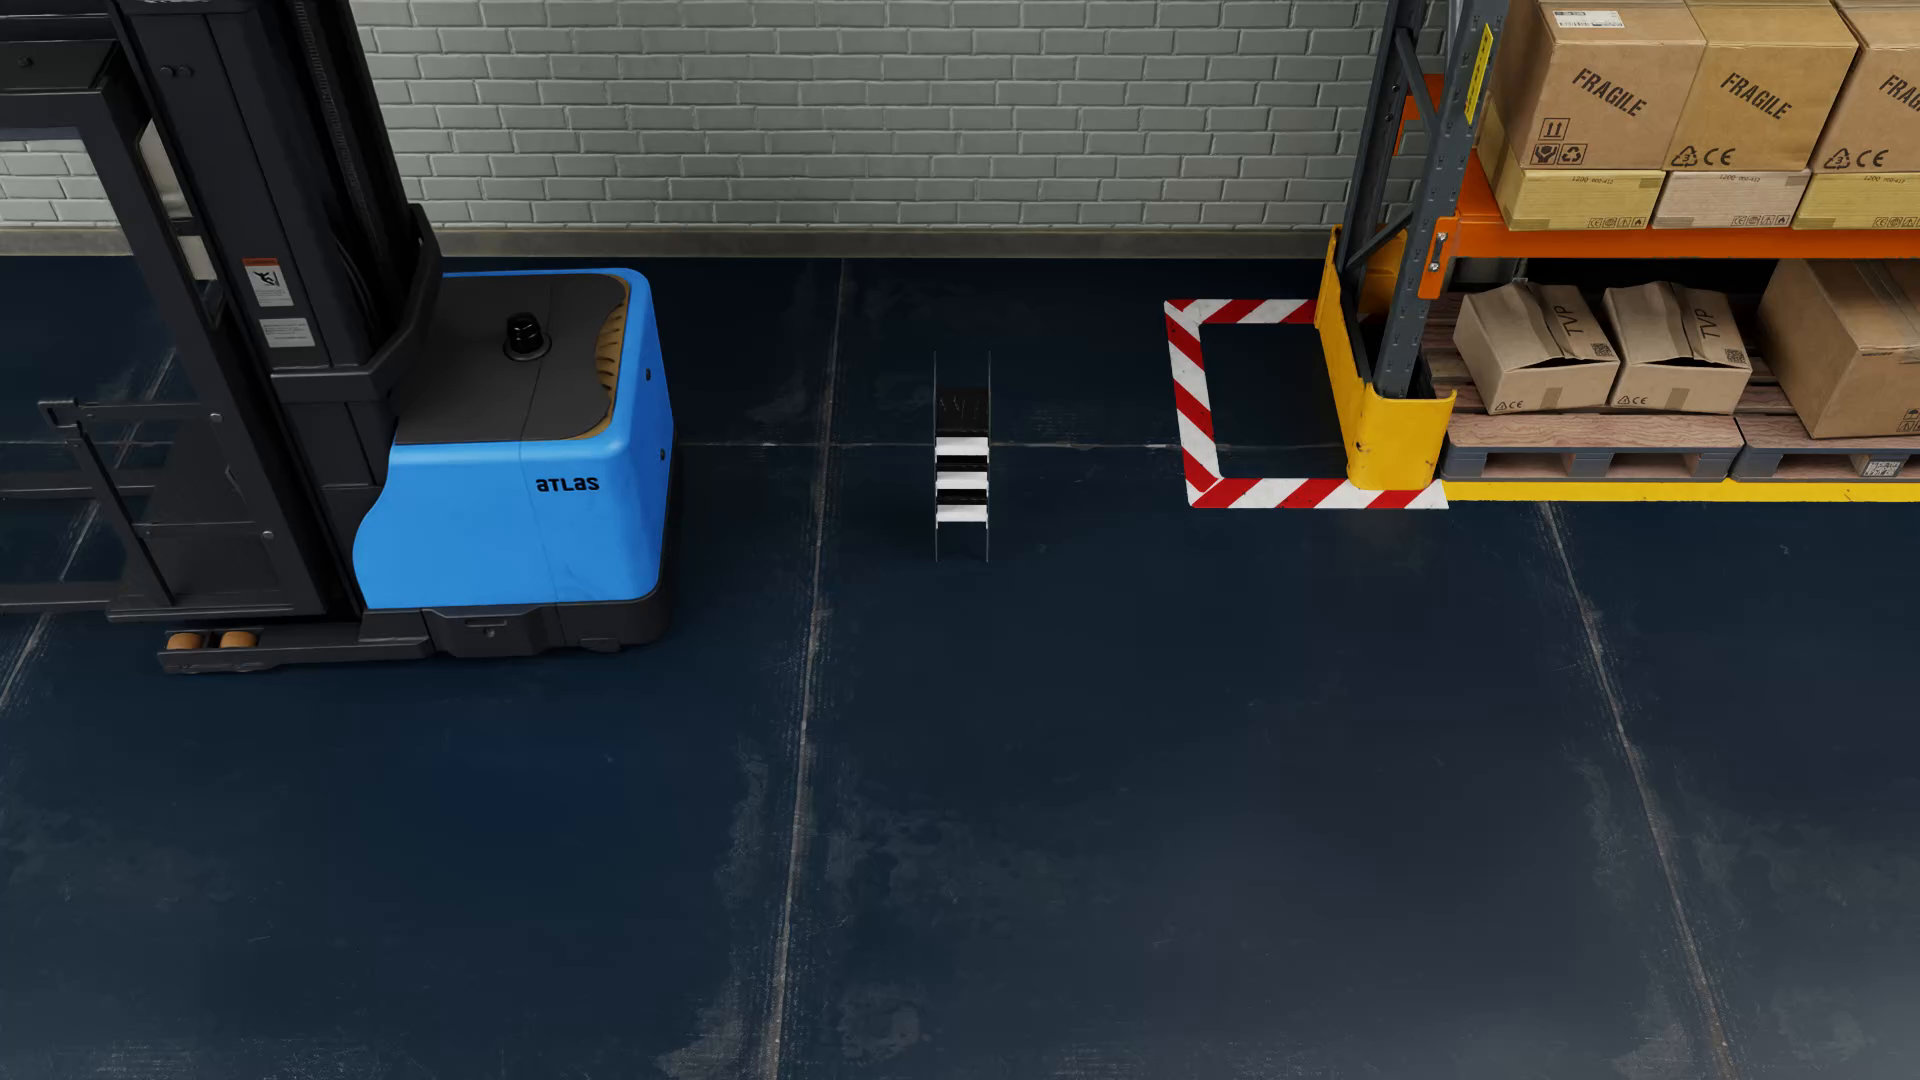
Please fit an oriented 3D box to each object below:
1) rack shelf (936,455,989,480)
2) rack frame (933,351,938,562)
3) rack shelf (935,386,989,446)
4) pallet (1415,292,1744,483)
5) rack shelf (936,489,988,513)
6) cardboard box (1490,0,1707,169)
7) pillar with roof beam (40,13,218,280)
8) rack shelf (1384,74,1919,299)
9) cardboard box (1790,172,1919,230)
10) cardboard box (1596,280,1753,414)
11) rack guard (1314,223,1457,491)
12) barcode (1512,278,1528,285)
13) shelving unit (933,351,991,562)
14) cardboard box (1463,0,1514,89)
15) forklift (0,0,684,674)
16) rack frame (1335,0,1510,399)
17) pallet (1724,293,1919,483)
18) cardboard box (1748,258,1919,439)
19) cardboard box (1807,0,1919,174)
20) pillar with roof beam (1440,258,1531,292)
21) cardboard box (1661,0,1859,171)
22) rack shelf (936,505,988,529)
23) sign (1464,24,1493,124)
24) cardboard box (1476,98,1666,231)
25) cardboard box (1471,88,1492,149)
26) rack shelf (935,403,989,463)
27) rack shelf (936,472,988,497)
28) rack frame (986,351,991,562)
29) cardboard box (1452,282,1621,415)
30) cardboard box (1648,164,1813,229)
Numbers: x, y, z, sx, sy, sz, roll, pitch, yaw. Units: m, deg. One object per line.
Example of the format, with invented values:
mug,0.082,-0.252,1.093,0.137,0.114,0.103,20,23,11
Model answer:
rack shelf,0.008,-0.345,6.379,0.200,0.077,0.258,0,47,0
rack frame,-0.094,-0.307,6.421,0.006,0.900,0.240,0,47,0
rack shelf,0.008,-0.468,6.247,0.200,0.077,0.258,0,47,0
pallet,2.621,-0.680,7.239,1.213,0.211,1.003,0,47,0
rack shelf,0.008,-0.223,6.511,0.200,0.077,0.258,0,47,0
cardboard box,2.209,-1.648,5.811,0.500,0.500,0.500,0,47,0
pillar with roof beam,-3.580,-1.199,1.718,0.400,9.000,9.100,0,47,0
rack shelf,3.733,-1.408,6.503,4.000,0.370,1.077,0,47,0
cardboard box,3.248,-1.384,6.077,0.500,0.250,0.500,-1,47,0
cardboard box,2.994,-0.823,7.003,0.500,0.311,0.500,4,47,3
rack guard,1.809,-0.806,7.159,0.348,0.500,1.175,0,47,0
barcode,2.444,-1.120,7.274,0.075,0.075,0.001,0,47,0
shelving unit,0.008,-0.307,6.421,0.210,0.900,0.258,0,47,0
cardboard box,2.205,-2.024,6.161,0.500,0.500,0.500,0,47,0
forklift,-2.643,-0.892,5.578,3.031,2.935,1.130,-2,47,-2
rack frame,1.733,-1.658,6.244,0.127,3.000,1.000,0,47,0
pallet,3.838,-0.675,7.234,1.213,0.211,1.003,0,47,0
cardboard box,3.728,-0.849,6.898,0.500,0.500,0.700,-3,47,-2
cardboard box,3.220,-1.634,5.798,0.500,0.500,0.500,-1,47,-1
pillar with roof beam,2.420,-1.182,1.703,0.400,9.000,9.100,0,47,0
cardboard box,2.703,-1.640,5.803,0.500,0.500,0.500,0,47,0
rack shelf,0.008,-0.161,6.577,0.200,0.077,0.258,0,47,0
sign,1.731,-1.556,5.558,0.005,0.325,0.100,0,47,0
cardboard box,2.220,-1.380,6.074,0.500,0.250,0.500,-1,47,-1
cardboard box,2.201,-1.755,6.423,0.500,0.250,0.500,1,47,1
rack shelf,0.008,-0.406,6.313,0.200,0.077,0.258,0,47,0
rack shelf,0.008,-0.284,6.445,0.200,0.077,0.258,0,47,0
rack frame,0.110,-0.306,6.420,0.006,0.900,0.240,0,47,0
cardboard box,2.424,-0.824,7.004,0.500,0.311,0.500,-5,47,-4
cardboard box,2.739,-1.389,6.083,0.500,0.250,0.500,-1,47,-1
